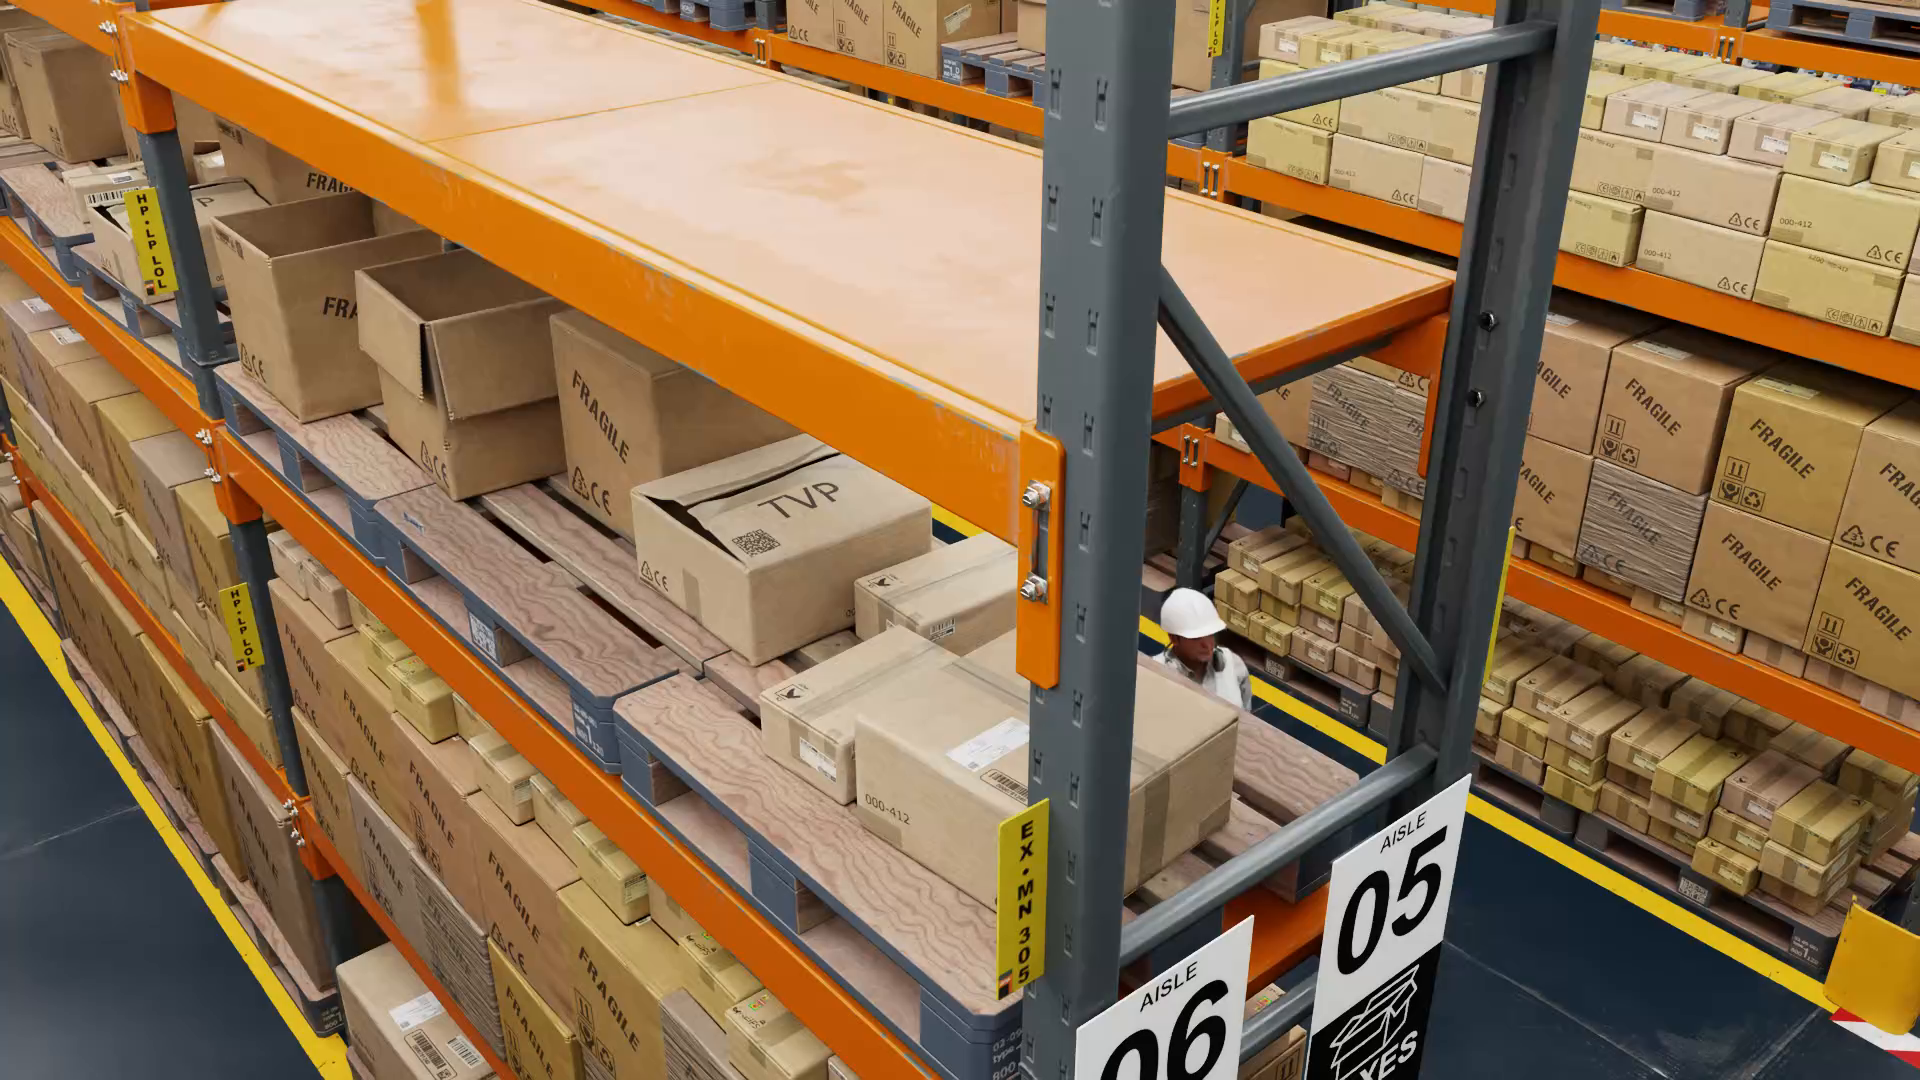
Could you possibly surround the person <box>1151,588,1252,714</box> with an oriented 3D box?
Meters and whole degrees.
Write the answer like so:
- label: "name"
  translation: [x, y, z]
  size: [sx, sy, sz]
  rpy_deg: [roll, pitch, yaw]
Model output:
- label: "person"
  translation: [0.944, 0.980, 6.905]
  size: [0.544, 1.749, 0.794]
  rpy_deg: [-8, 29, -16]
